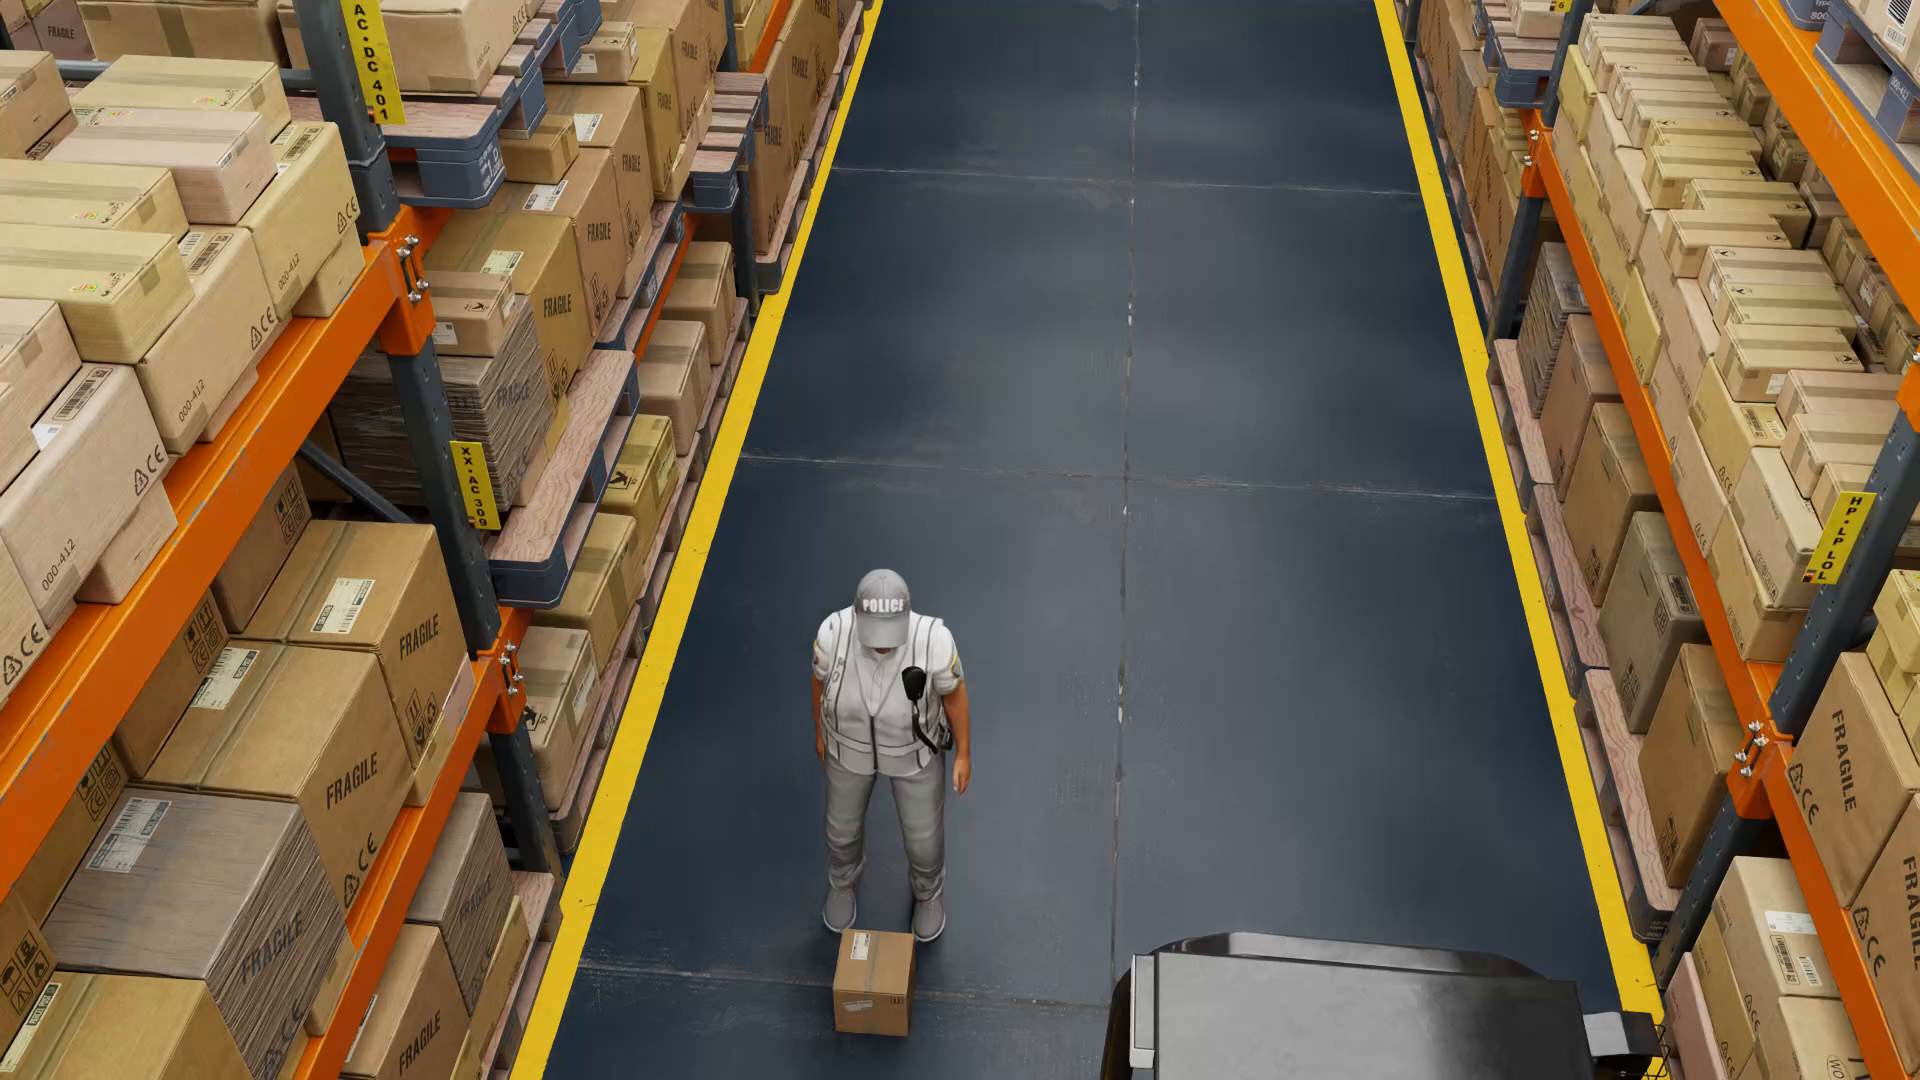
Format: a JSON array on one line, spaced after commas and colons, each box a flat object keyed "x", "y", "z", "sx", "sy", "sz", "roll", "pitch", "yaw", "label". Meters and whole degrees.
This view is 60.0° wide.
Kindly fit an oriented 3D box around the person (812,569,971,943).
[{"x": -0.232, "y": 0.714, "z": 5.625, "sx": 0.547, "sy": 1.654, "sz": 0.454, "roll": 4, "pitch": 40, "yaw": 5, "label": "person"}]
